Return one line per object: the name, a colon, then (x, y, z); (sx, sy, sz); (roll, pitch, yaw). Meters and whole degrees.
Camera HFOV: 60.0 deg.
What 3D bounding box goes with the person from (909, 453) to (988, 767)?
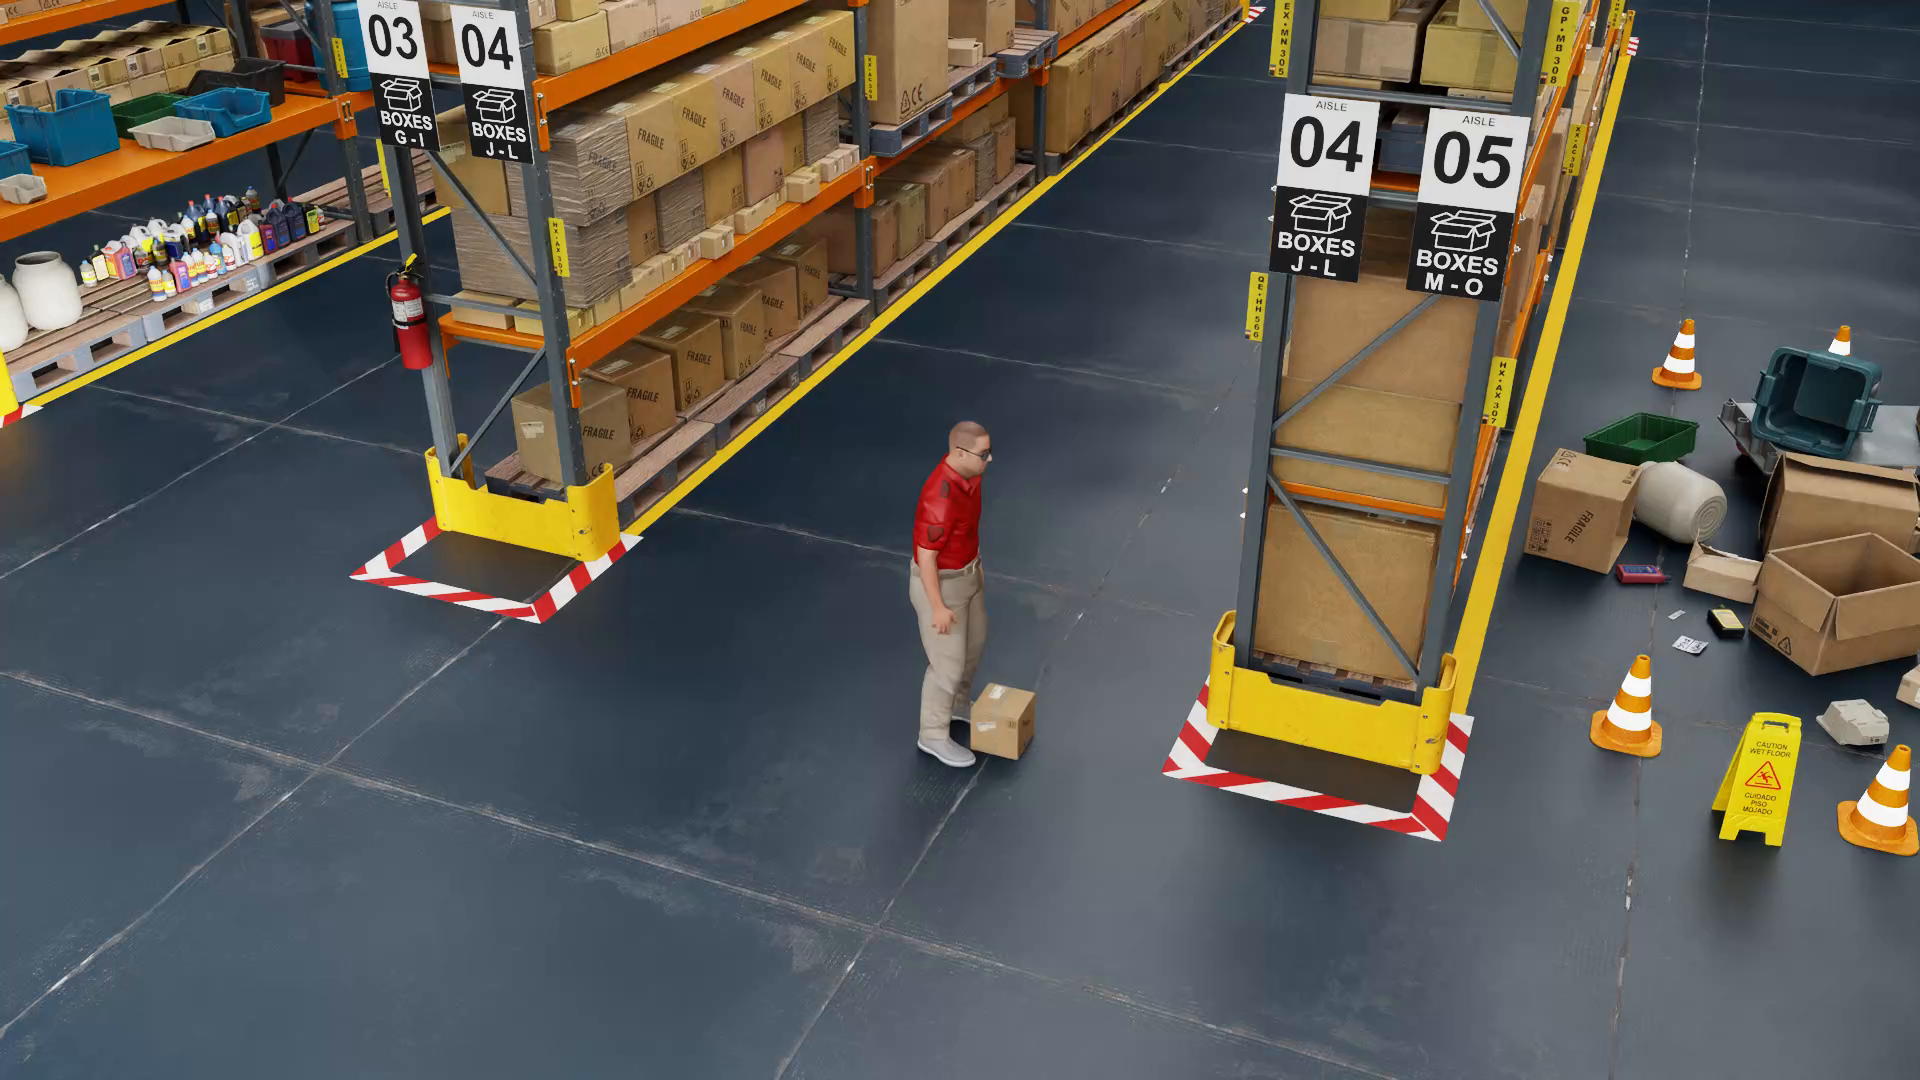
person: (-0.028, 0.295, 8.068); (0.392, 1.551, 0.579); (10, 31, 17)
